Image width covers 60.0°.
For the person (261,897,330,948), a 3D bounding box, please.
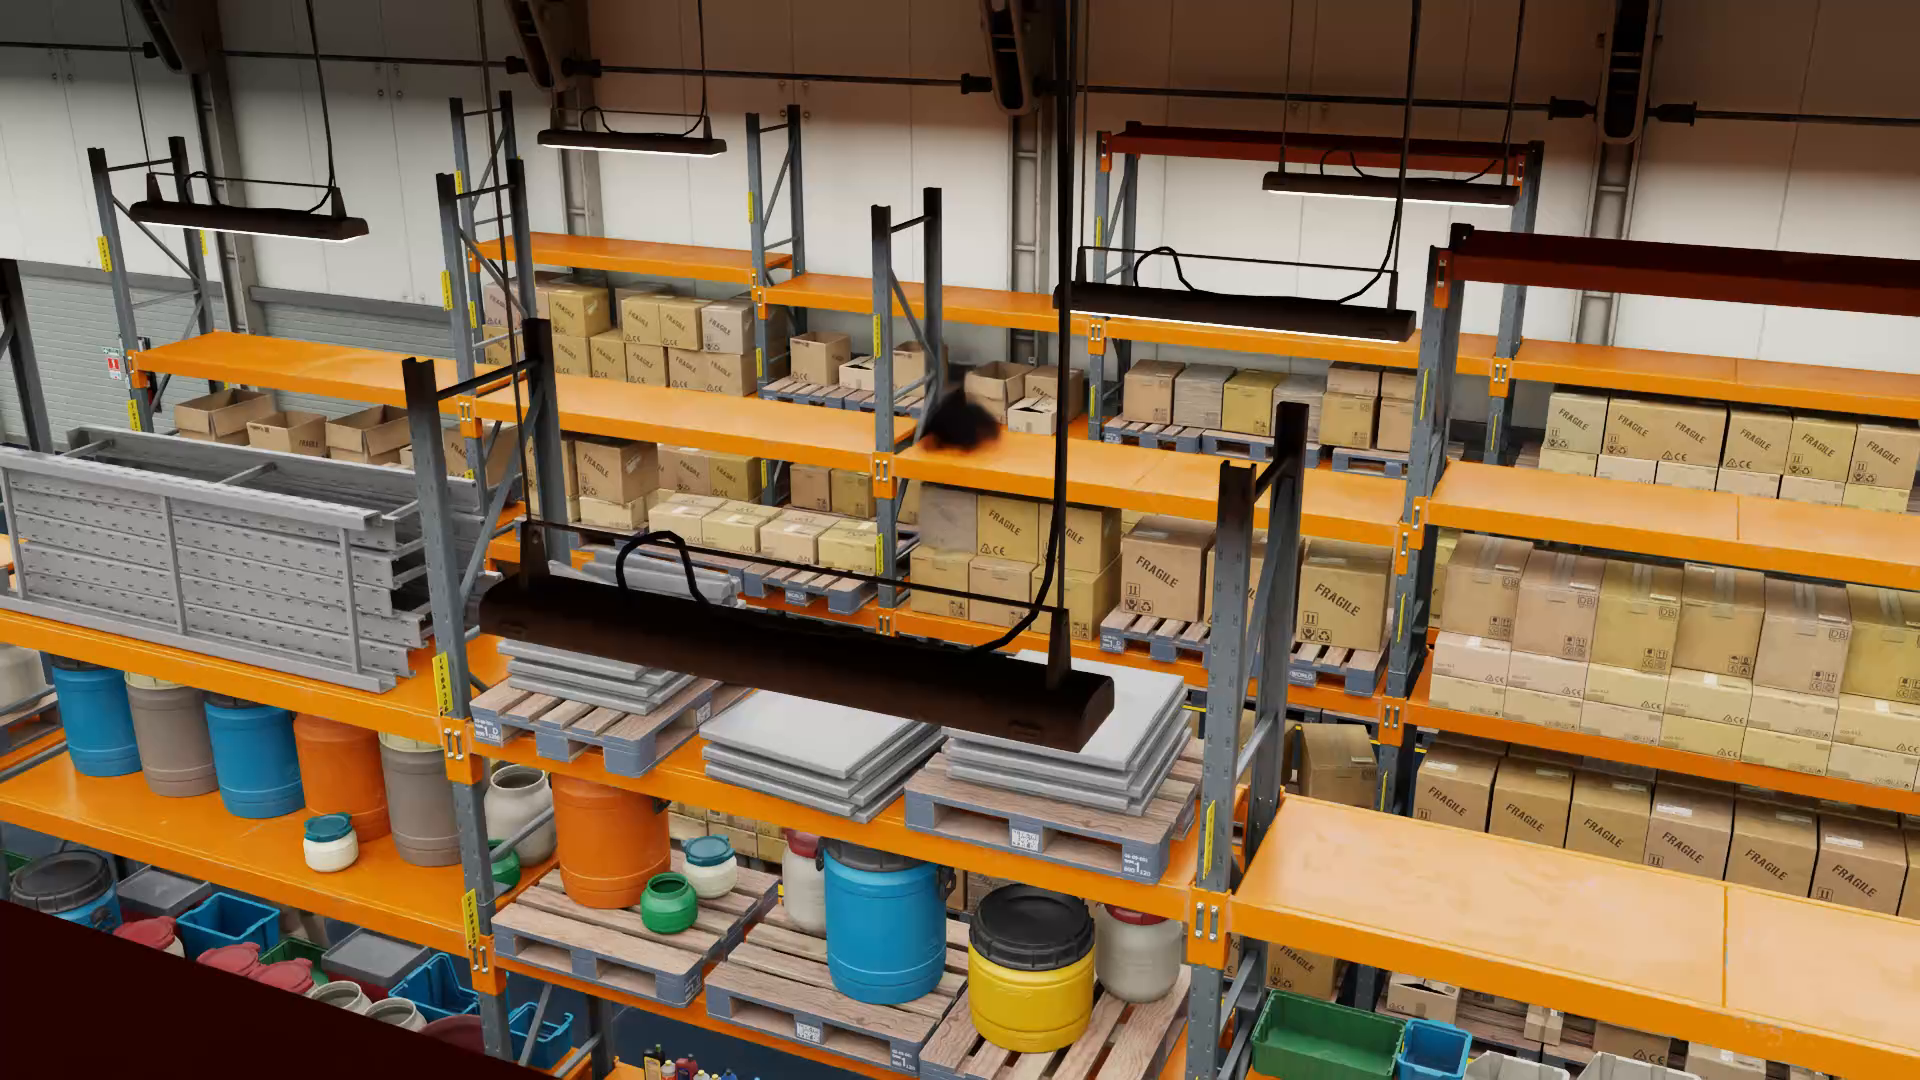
[{"bbox_3d":[-5.257,2.757,12.974,0.711,1.677,0.780,-12,24,-30],"label":"person"}]
